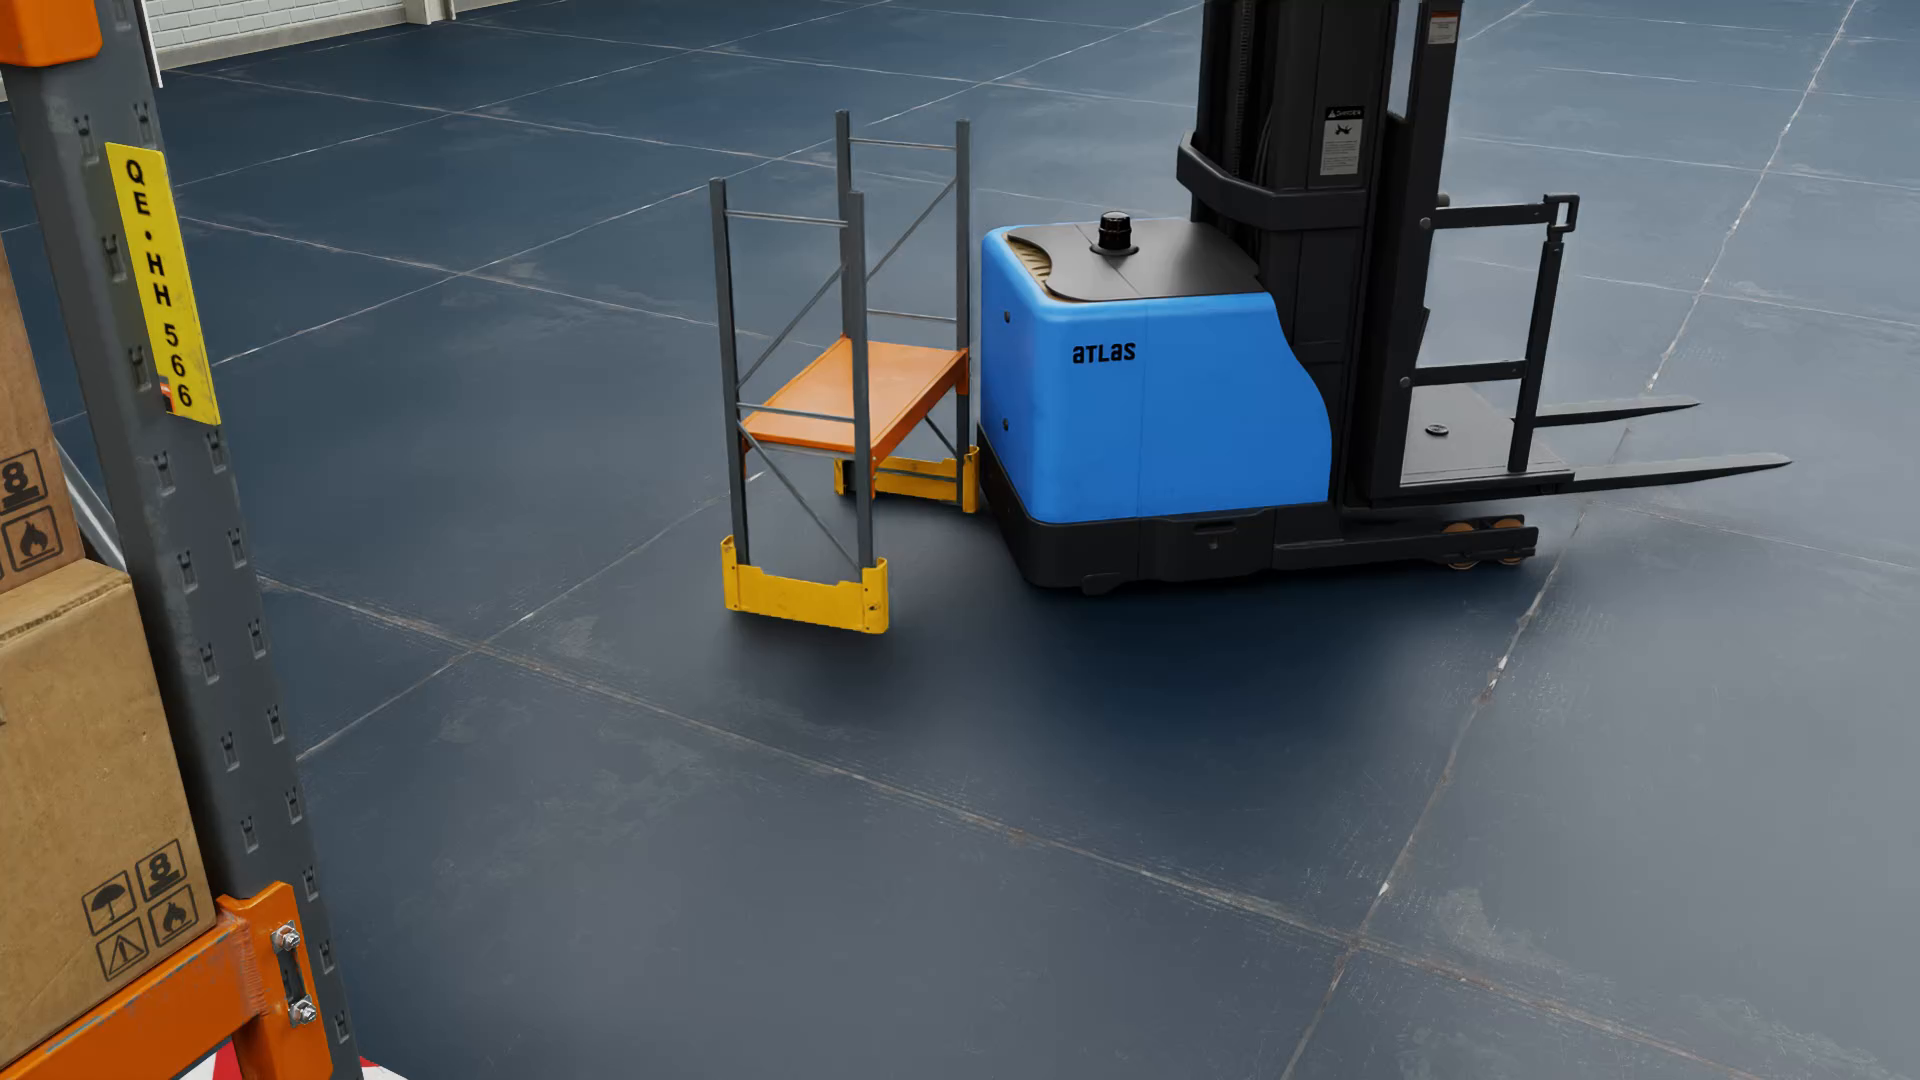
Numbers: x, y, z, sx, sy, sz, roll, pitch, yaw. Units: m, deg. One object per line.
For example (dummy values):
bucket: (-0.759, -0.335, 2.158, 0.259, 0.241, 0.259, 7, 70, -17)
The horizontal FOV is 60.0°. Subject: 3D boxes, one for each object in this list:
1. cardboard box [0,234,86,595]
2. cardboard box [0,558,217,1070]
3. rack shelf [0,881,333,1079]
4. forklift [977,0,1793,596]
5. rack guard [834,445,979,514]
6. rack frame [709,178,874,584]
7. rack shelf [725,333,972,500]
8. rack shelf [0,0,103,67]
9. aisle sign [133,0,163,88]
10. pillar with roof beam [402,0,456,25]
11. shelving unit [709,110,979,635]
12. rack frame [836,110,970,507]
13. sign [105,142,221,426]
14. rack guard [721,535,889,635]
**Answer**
cardboard box: (-1.604, -0.207, 1.938, 0.875, 0.550, 0.550, 14, 30, 26)
cardboard box: (-1.531, 0.295, 2.143, 0.875, 0.550, 0.550, 14, 30, 26)
rack shelf: (-2.372, 1.308, 1.089, 1.077, 0.370, 4.000, 14, 30, 26)
forklift: (1.634, -1.430, 5.832, 3.031, 2.935, 1.130, -5, 27, -10)
rack guard: (-0.212, -0.271, 6.512, 0.587, 0.250, 0.087, 9, 28, 17)
rack frame: (-0.530, -0.407, 5.387, 0.500, 1.500, 0.032, 9, 28, 17)
rack shelf: (-0.368, -0.462, 5.899, 0.538, 0.185, 1.000, 9, 28, 17)
rack shelf: (-2.372, -0.033, 0.418, 1.077, 0.370, 4.000, 14, 30, 26)
aisle sign: (-1.092, -0.917, 1.827, 0.394, 0.787, 0.004, 14, 30, 26)
pillar with roof beam: (-1.547, -8.274, 12.725, 9.100, 9.000, 0.400, 14, 30, 26)
shelving unit: (-0.371, -0.619, 5.811, 0.587, 1.500, 1.083, 9, 28, 17)
rack frame: (-0.206, -0.838, 6.249, 0.500, 1.500, 0.032, 9, 28, 17)
sign: (-0.922, -0.292, 1.924, 0.100, 0.325, 0.005, 14, 30, 26)
rack guard: (-0.530, 0.151, 5.668, 0.587, 0.250, 0.087, 9, 28, 17)
